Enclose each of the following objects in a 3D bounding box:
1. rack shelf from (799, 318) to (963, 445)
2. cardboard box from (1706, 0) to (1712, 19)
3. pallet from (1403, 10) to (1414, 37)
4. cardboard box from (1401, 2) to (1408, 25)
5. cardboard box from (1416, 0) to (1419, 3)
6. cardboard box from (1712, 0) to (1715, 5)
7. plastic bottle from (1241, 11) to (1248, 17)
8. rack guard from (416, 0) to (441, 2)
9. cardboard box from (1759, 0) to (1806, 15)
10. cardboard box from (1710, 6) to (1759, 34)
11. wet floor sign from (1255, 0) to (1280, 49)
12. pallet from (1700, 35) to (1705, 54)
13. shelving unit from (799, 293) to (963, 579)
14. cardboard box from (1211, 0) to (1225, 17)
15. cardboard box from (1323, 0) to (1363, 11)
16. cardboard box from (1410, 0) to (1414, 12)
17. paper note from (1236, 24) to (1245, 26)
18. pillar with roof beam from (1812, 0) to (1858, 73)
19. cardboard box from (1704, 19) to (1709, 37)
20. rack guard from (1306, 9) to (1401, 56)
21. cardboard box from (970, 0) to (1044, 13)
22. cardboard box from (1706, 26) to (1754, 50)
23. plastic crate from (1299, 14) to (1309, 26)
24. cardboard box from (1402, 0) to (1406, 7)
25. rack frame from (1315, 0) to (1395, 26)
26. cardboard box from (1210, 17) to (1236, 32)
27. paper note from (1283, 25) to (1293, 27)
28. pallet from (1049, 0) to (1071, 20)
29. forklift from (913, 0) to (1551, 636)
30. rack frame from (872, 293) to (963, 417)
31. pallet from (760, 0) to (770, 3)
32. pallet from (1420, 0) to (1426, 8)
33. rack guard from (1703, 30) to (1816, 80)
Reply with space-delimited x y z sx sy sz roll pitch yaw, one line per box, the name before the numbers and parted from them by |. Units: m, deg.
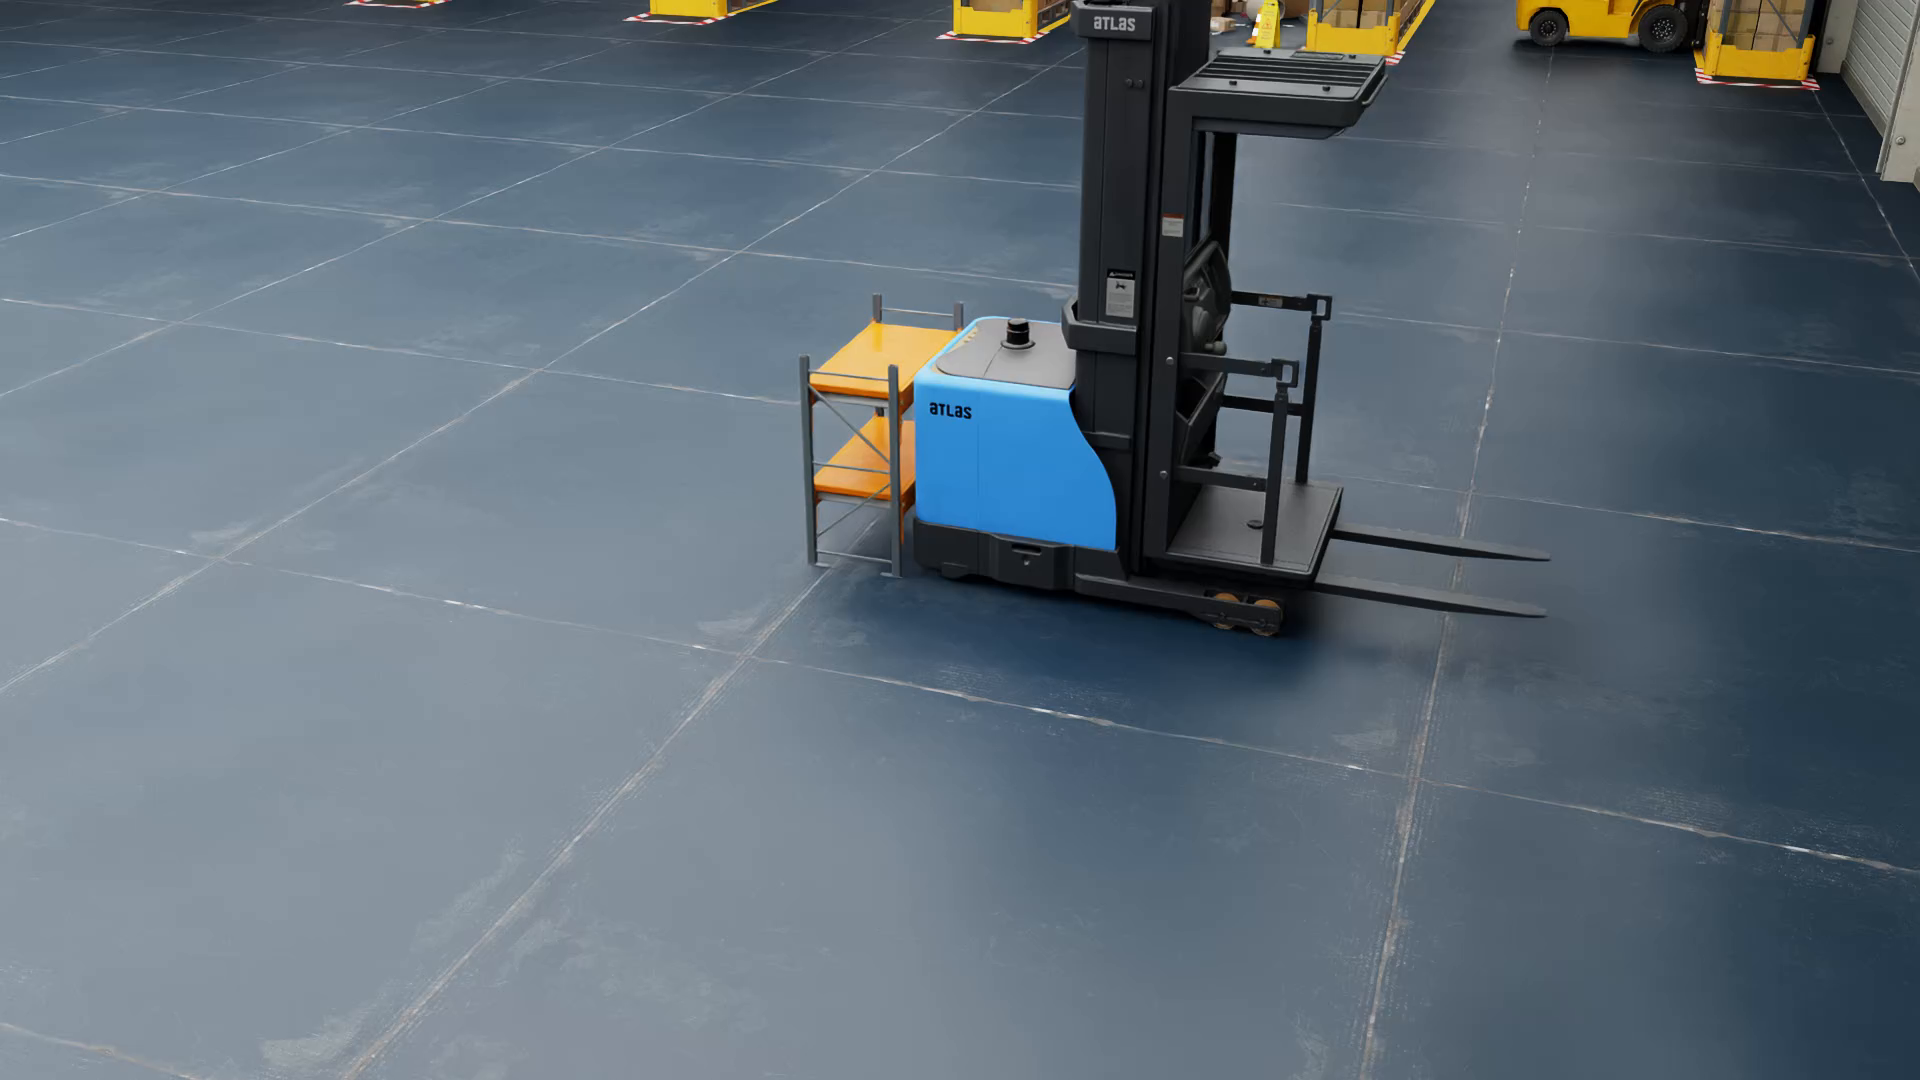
rack shelf | -0.380 -0.826 8.494 0.538 0.278 1.000 8 27 16
cardboard box | 10.085 -6.983 21.831 0.500 0.250 0.500 8 27 16
pallet | 5.944 -7.465 23.925 1.003 0.211 1.213 9 27 17
cardboard box | 5.913 -7.312 23.082 0.500 0.250 0.500 10 27 19
cardboard box | 6.595 -8.173 24.862 0.500 0.250 0.500 10 28 20
cardboard box | 9.913 -6.988 21.268 0.500 0.250 0.500 9 27 18
plastic bottle | 4.340 -7.923 25.044 0.133 0.061 0.283 14 29 26
rack guard | -8.828 -8.929 26.617 1.175 0.500 0.348 9 27 17
cardboard box | 10.228 -6.713 20.700 0.500 0.250 0.500 8 27 17
cardboard box | 9.756 -6.564 20.964 0.500 0.250 0.500 8 27 17
wet floor sign | 4.135 -6.878 22.214 0.267 0.644 0.232 20 32 35
pallet | 10.512 -6.707 22.360 1.003 0.211 1.213 9 27 17
shelving unit | -0.380 -0.563 8.622 0.538 1.125 1.048 8 27 16
cardboard box | 3.404 -7.826 24.335 0.797 0.503 0.637 -9 27 -18
cardboard box | 5.228 -7.516 22.644 0.500 0.500 0.500 9 27 18
cardboard box | 6.254 -7.745 23.977 0.500 0.250 0.500 9 27 18
paper note | 4.069 -7.523 24.266 0.148 0.019 0.142 20 32 35
pillar with roof beam | 6.911 -10.622 20.362 9.100 9.000 0.400 9 27 17
cardboard box | 10.097 -6.739 21.901 0.500 0.250 0.500 9 27 18
rack guard | 5.232 -6.766 22.151 1.175 0.500 0.348 9 27 17
cardboard box | 0.669 -8.057 23.906 0.875 0.875 0.875 9 27 18
cardboard box | 9.748 -6.332 21.060 0.500 0.250 0.500 9 27 18
plastic crate | 5.243 -7.664 24.486 0.402 0.080 0.583 0 26 -1
cardboard box | 5.914 -7.666 22.954 0.500 0.500 0.500 8 27 16
rack frame | 5.207 -7.860 21.542 1.000 3.000 0.127 9 27 17
cardboard box | 3.738 -7.408 23.880 0.250 0.149 0.380 -20 33 -36
paper note | 4.773 -7.474 24.150 0.142 0.019 0.148 0 26 -1
pallet | 1.106 -8.121 25.281 1.003 0.211 1.213 9 27 17
forklift | 1.337 -1.130 7.721 3.031 2.935 1.130 9 27 18
rack frame | -0.225 -0.774 9.058 0.500 1.125 0.032 8 27 16
pallet | -3.401 -8.902 26.893 1.003 0.211 1.213 9 27 17
pallet | 6.796 -8.569 26.206 1.003 0.211 1.213 9 27 17
rack guard | 9.881 -6.007 20.583 1.175 0.500 0.348 9 27 17
